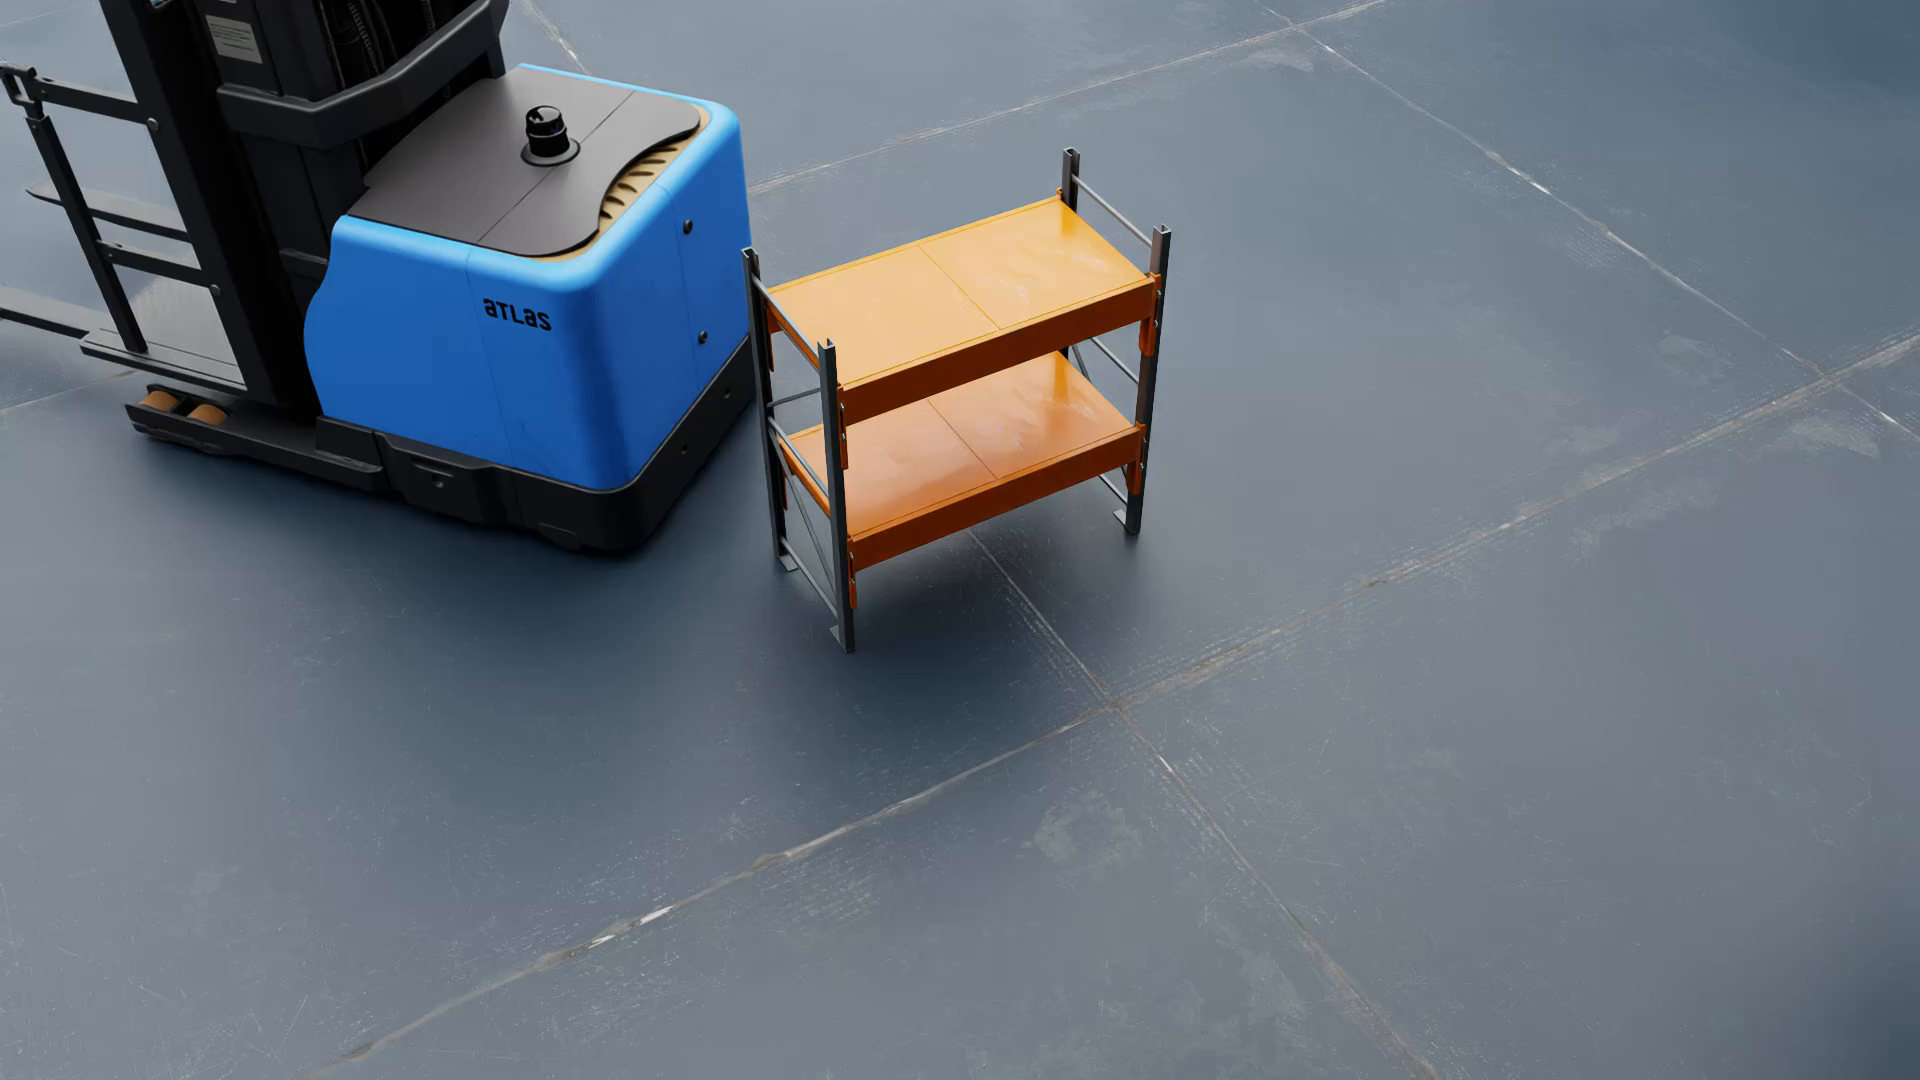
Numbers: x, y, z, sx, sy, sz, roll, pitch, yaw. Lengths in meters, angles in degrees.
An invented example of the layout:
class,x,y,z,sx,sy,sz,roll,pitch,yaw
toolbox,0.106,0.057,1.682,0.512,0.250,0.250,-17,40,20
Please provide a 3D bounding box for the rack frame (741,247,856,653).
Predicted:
class,x,y,z,sx,sy,sz,roll,pitch,yaw
rack frame,-0.447,-0.225,4.674,0.032,1.125,0.500,-22,48,-21

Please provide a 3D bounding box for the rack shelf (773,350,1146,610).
class,x,y,z,sx,sy,sz,roll,pitch,yaw
rack shelf,-0.006,-0.226,5.026,1.000,0.278,0.538,-22,48,-21

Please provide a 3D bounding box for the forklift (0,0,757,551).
class,x,y,z,sx,sy,sz,roll,pitch,yaw
forklift,-2.230,-1.664,4.860,3.031,2.935,1.130,15,46,15

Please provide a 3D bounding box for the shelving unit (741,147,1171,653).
class,x,y,z,sx,sy,sz,roll,pitch,yaw
shelving unit,-0.006,-0.401,4.856,1.048,1.125,0.538,-22,48,-21

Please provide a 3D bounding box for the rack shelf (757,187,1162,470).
class,x,y,z,sx,sy,sz,roll,pitch,yaw
rack shelf,-0.006,-0.611,4.652,1.000,0.278,0.538,-22,48,-21

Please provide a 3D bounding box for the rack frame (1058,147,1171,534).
class,x,y,z,sx,sy,sz,roll,pitch,yaw
rack frame,0.435,-0.578,5.038,0.032,1.125,0.500,-22,48,-21
